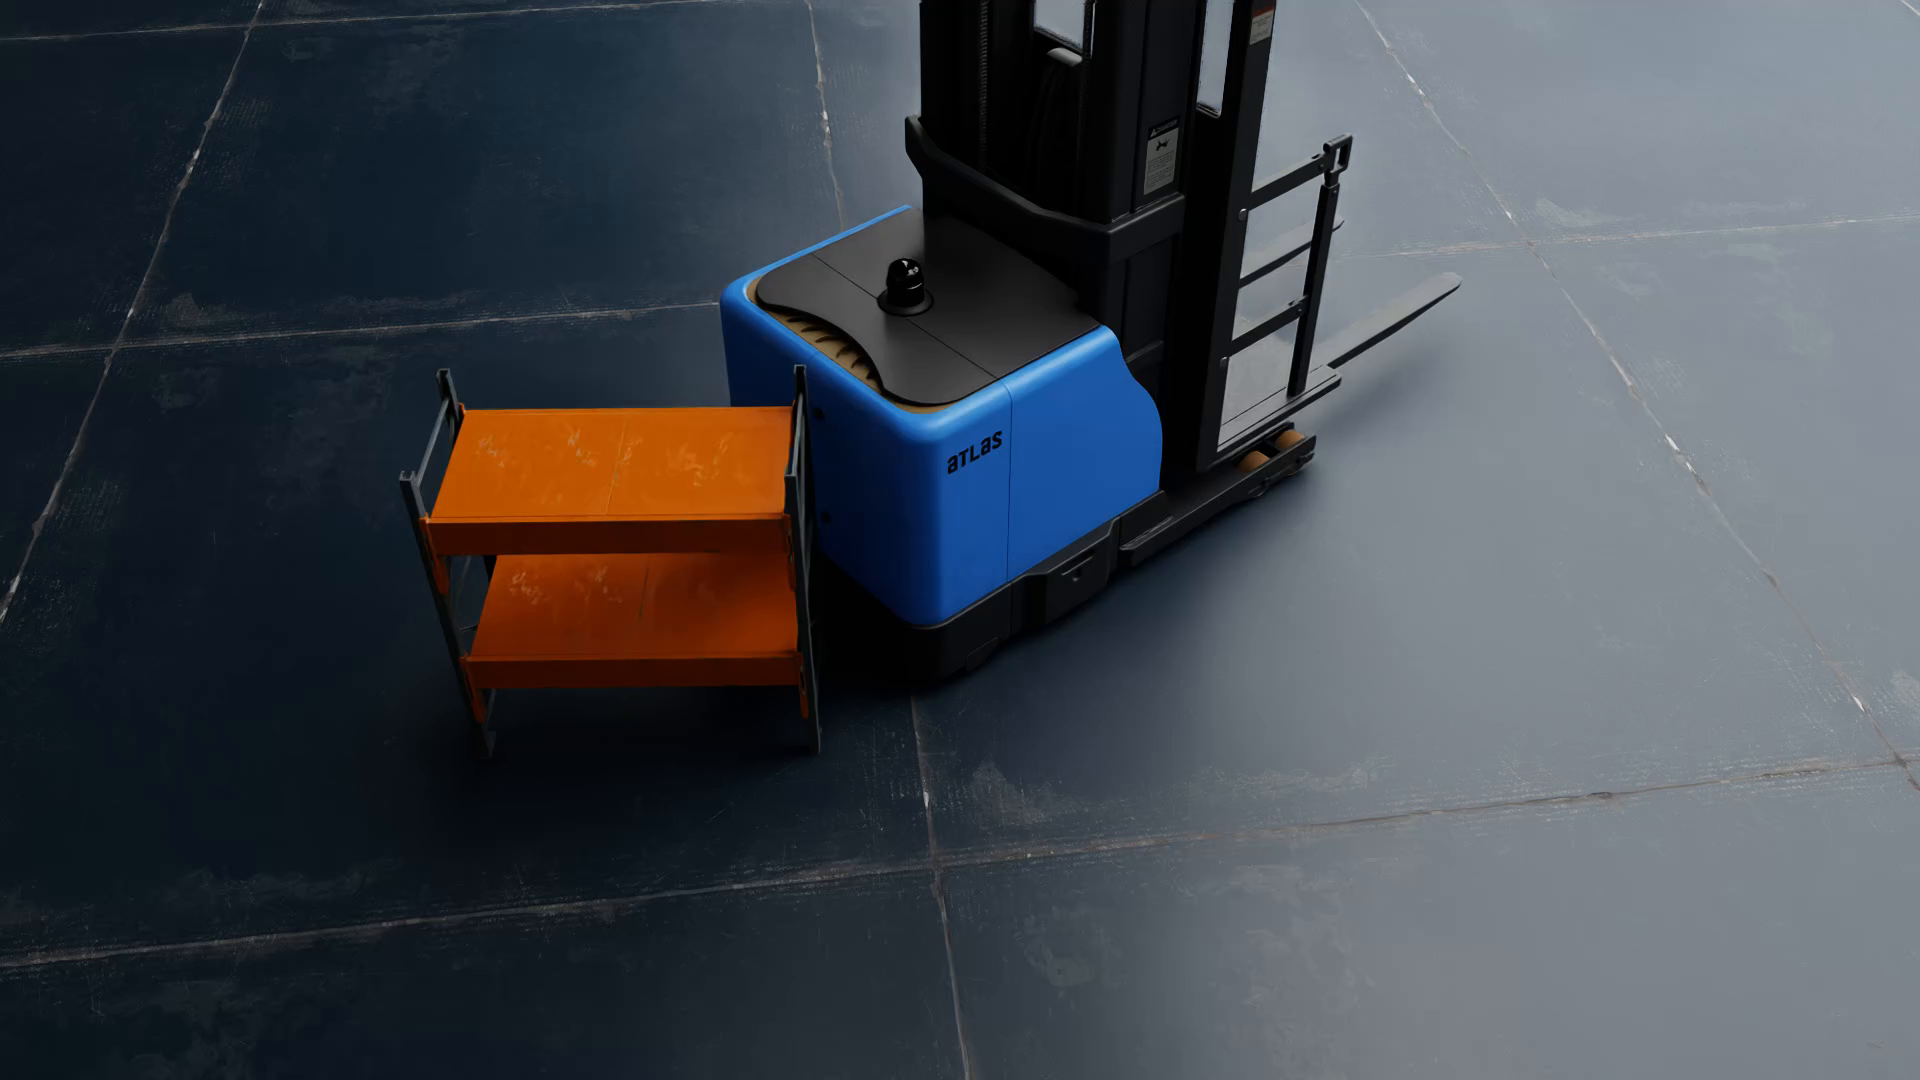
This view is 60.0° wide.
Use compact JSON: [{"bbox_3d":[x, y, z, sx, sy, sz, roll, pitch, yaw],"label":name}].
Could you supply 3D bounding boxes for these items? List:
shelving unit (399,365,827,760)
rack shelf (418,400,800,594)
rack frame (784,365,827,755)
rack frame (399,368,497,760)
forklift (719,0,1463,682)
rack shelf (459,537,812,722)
[{"bbox_3d":[-0.963,0.088,4.956,1.048,1.125,0.538,-1,42,-1],"label":"shelving unit"},{"bbox_3d":[-0.963,-0.129,4.760,1.000,0.278,0.538,-1,42,-1],"label":"rack shelf"},{"bbox_3d":[-0.455,0.082,4.963,0.032,1.125,0.500,-1,42,-1],"label":"rack frame"},{"bbox_3d":[-1.471,0.094,4.950,0.032,1.125,0.500,-1,42,-1],"label":"rack frame"},{"bbox_3d":[0.677,-1.483,5.349,3.031,2.935,1.130,-30,50,-29],"label":"forklift"},{"bbox_3d":[-0.963,0.270,5.120,1.000,0.278,0.538,-1,42,-1],"label":"rack shelf"}]
